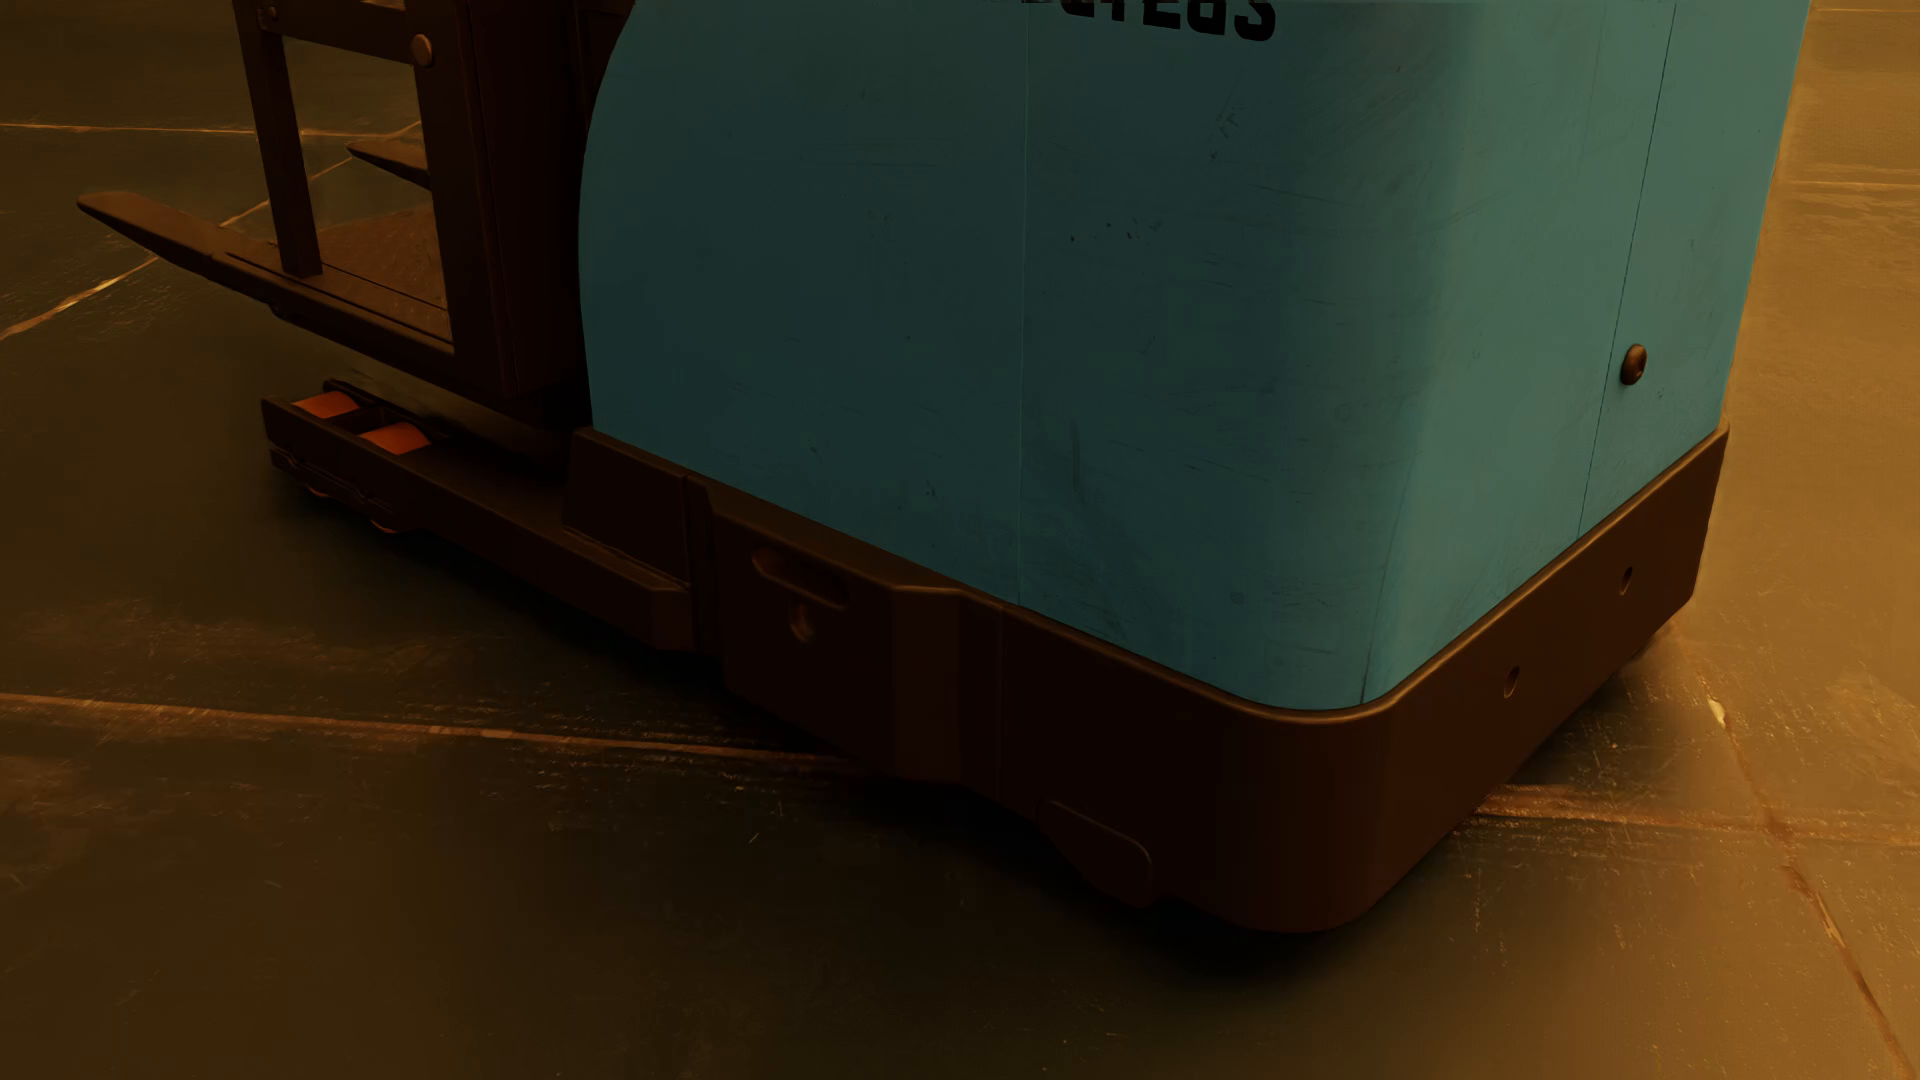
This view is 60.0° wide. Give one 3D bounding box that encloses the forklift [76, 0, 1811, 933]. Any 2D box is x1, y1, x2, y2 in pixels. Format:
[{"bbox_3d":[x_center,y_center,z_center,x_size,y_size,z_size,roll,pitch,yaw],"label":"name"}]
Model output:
[{"bbox_3d":[-0.458,-1.476,2.175,3.031,2.935,1.130,22,34,36],"label":"forklift"}]
